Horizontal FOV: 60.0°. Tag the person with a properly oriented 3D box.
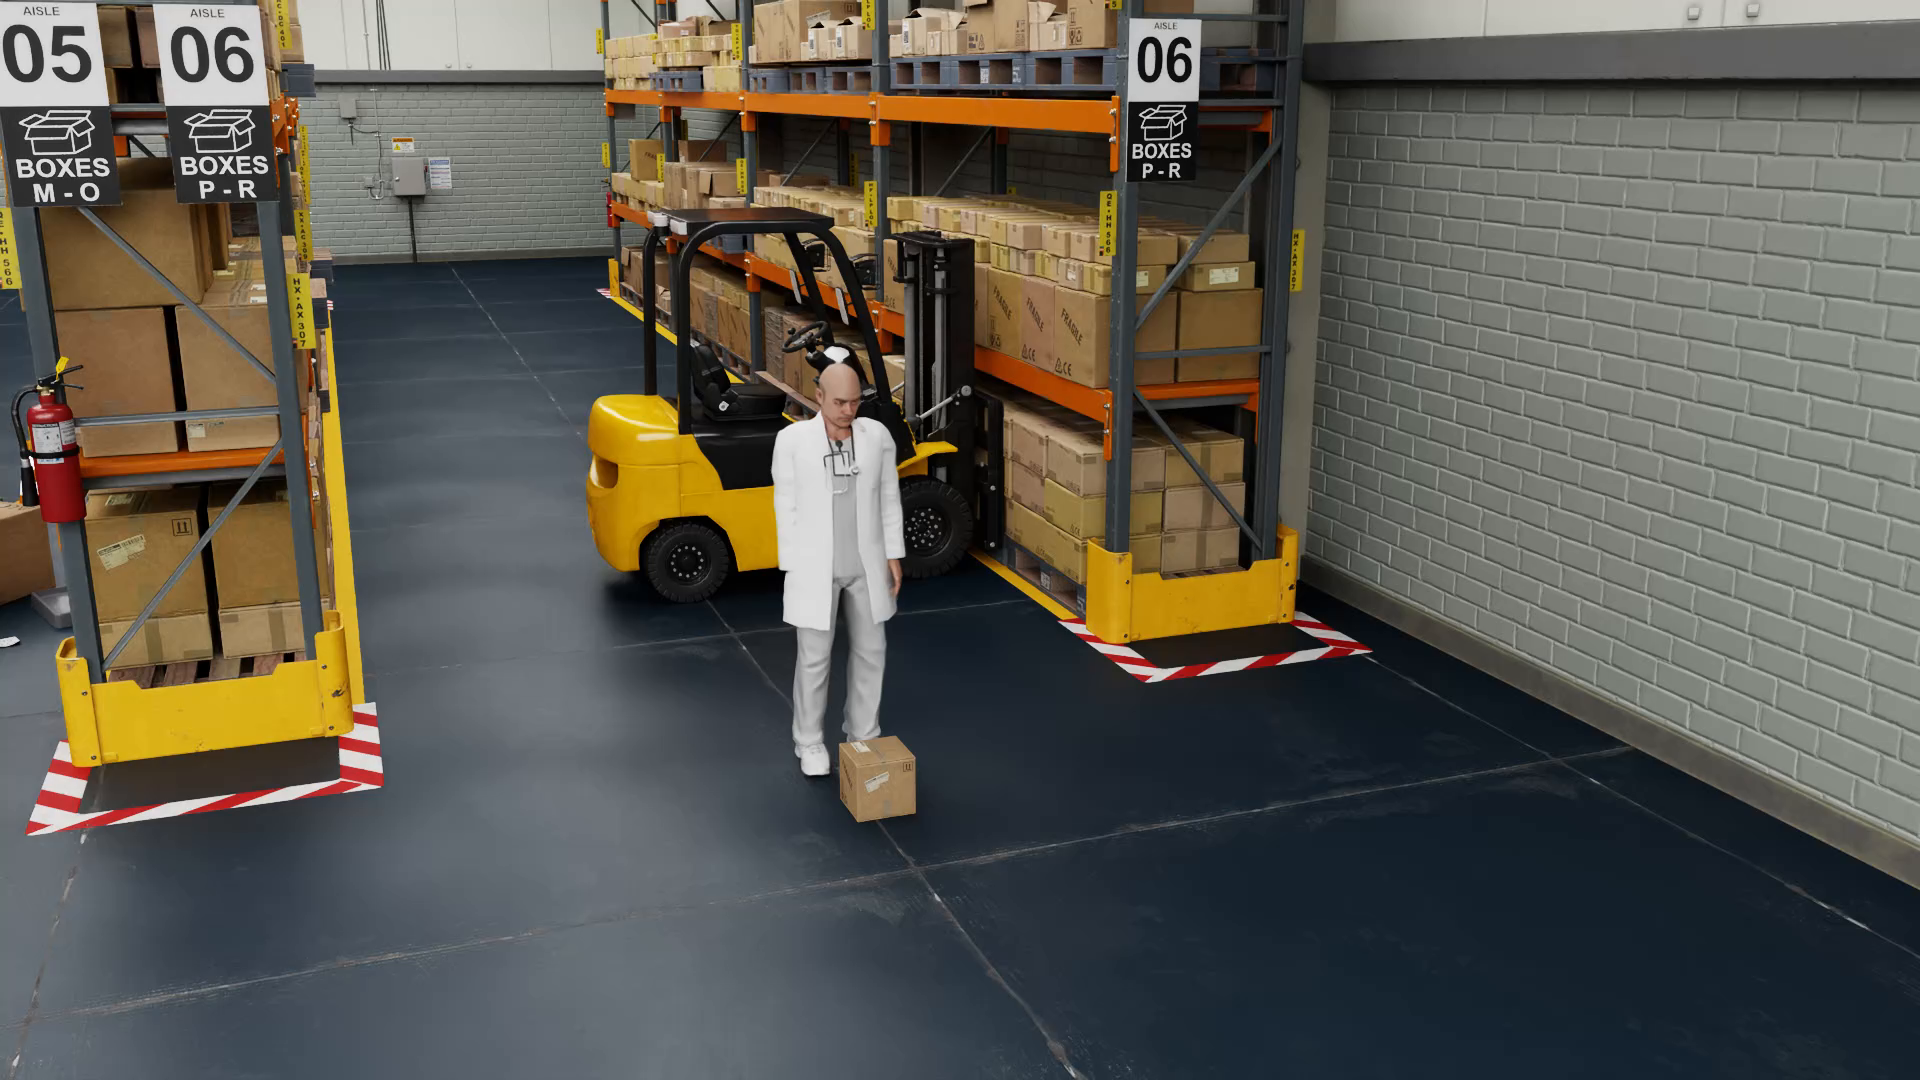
[{"bbox_3d":[-0.503,0.121,7.133,0.562,1.772,0.377,-5,16,-19],"label":"person"}]
